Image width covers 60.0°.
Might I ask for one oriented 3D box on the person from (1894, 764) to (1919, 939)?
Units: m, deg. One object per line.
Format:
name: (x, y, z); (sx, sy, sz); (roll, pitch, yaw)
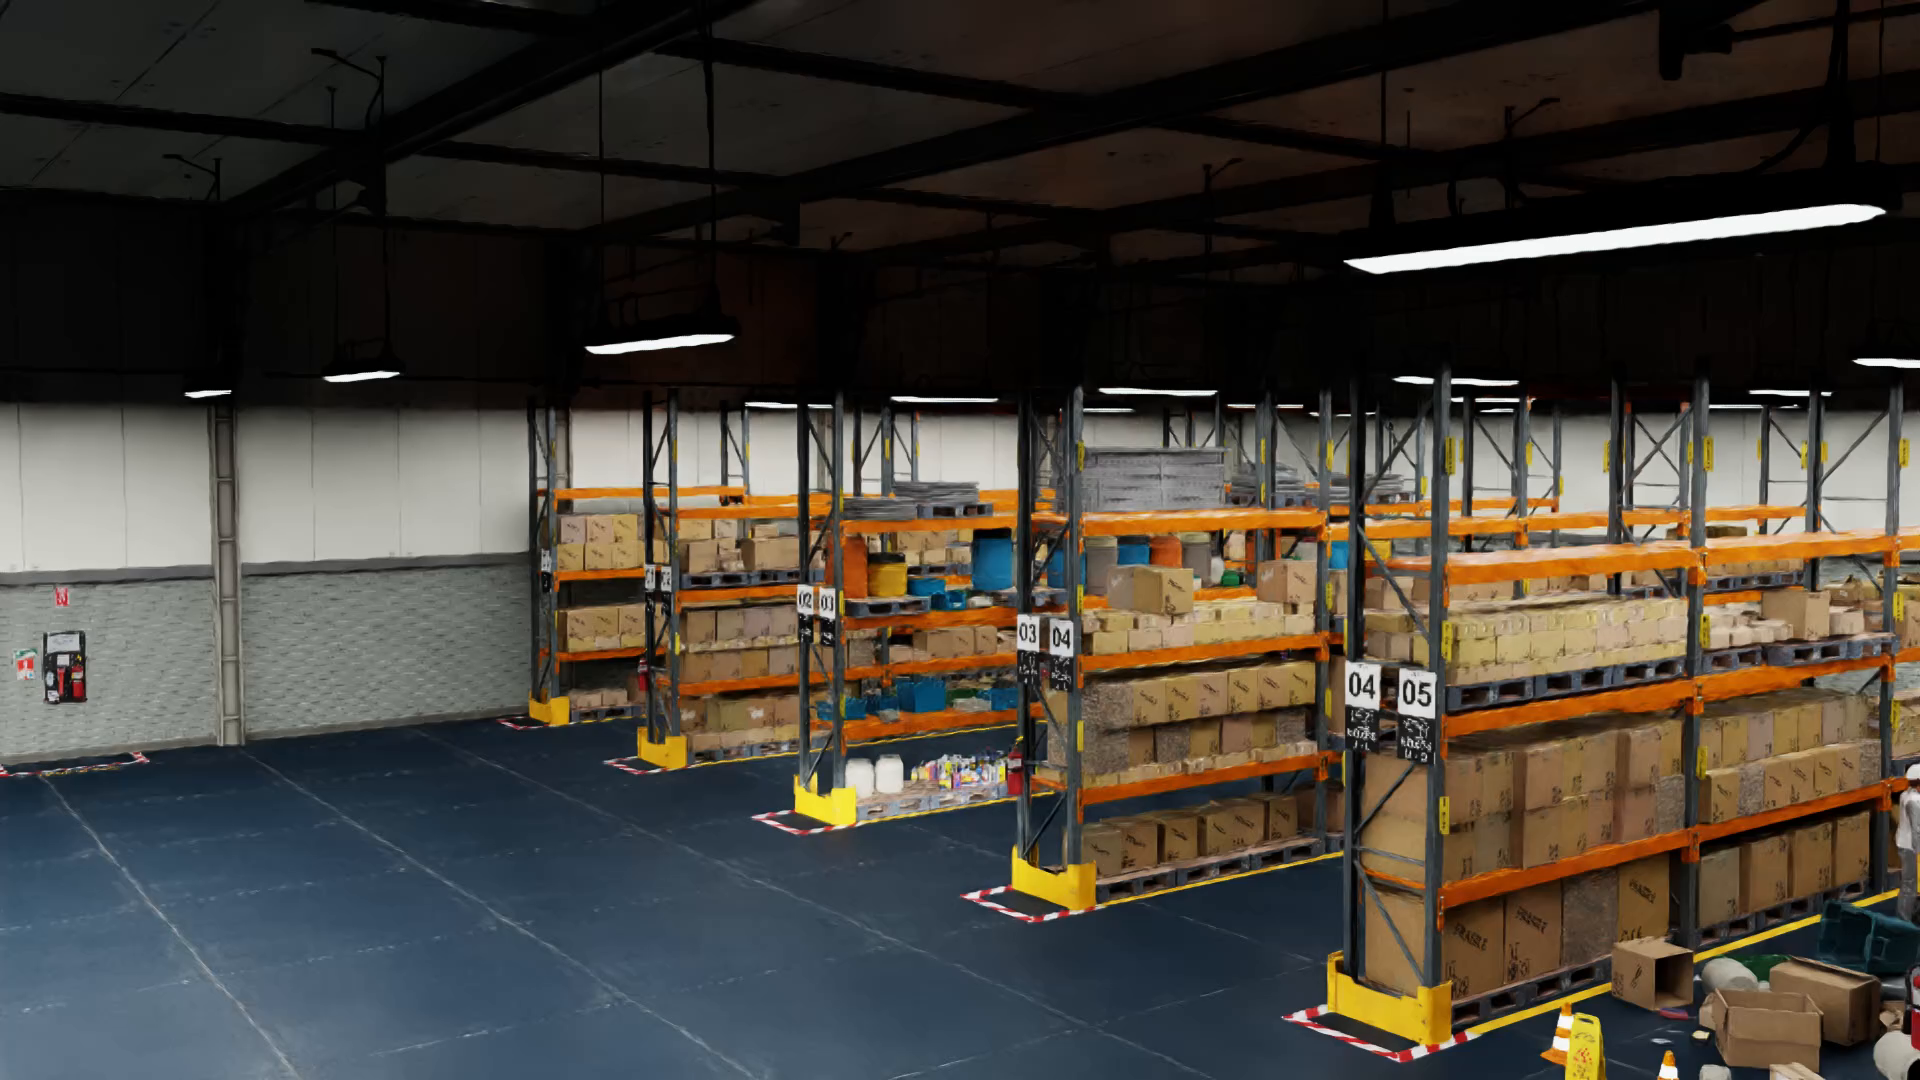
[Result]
person: (10.052, 3.234, 17.406); (0.460, 1.775, 0.601); (2, 4, 24)
